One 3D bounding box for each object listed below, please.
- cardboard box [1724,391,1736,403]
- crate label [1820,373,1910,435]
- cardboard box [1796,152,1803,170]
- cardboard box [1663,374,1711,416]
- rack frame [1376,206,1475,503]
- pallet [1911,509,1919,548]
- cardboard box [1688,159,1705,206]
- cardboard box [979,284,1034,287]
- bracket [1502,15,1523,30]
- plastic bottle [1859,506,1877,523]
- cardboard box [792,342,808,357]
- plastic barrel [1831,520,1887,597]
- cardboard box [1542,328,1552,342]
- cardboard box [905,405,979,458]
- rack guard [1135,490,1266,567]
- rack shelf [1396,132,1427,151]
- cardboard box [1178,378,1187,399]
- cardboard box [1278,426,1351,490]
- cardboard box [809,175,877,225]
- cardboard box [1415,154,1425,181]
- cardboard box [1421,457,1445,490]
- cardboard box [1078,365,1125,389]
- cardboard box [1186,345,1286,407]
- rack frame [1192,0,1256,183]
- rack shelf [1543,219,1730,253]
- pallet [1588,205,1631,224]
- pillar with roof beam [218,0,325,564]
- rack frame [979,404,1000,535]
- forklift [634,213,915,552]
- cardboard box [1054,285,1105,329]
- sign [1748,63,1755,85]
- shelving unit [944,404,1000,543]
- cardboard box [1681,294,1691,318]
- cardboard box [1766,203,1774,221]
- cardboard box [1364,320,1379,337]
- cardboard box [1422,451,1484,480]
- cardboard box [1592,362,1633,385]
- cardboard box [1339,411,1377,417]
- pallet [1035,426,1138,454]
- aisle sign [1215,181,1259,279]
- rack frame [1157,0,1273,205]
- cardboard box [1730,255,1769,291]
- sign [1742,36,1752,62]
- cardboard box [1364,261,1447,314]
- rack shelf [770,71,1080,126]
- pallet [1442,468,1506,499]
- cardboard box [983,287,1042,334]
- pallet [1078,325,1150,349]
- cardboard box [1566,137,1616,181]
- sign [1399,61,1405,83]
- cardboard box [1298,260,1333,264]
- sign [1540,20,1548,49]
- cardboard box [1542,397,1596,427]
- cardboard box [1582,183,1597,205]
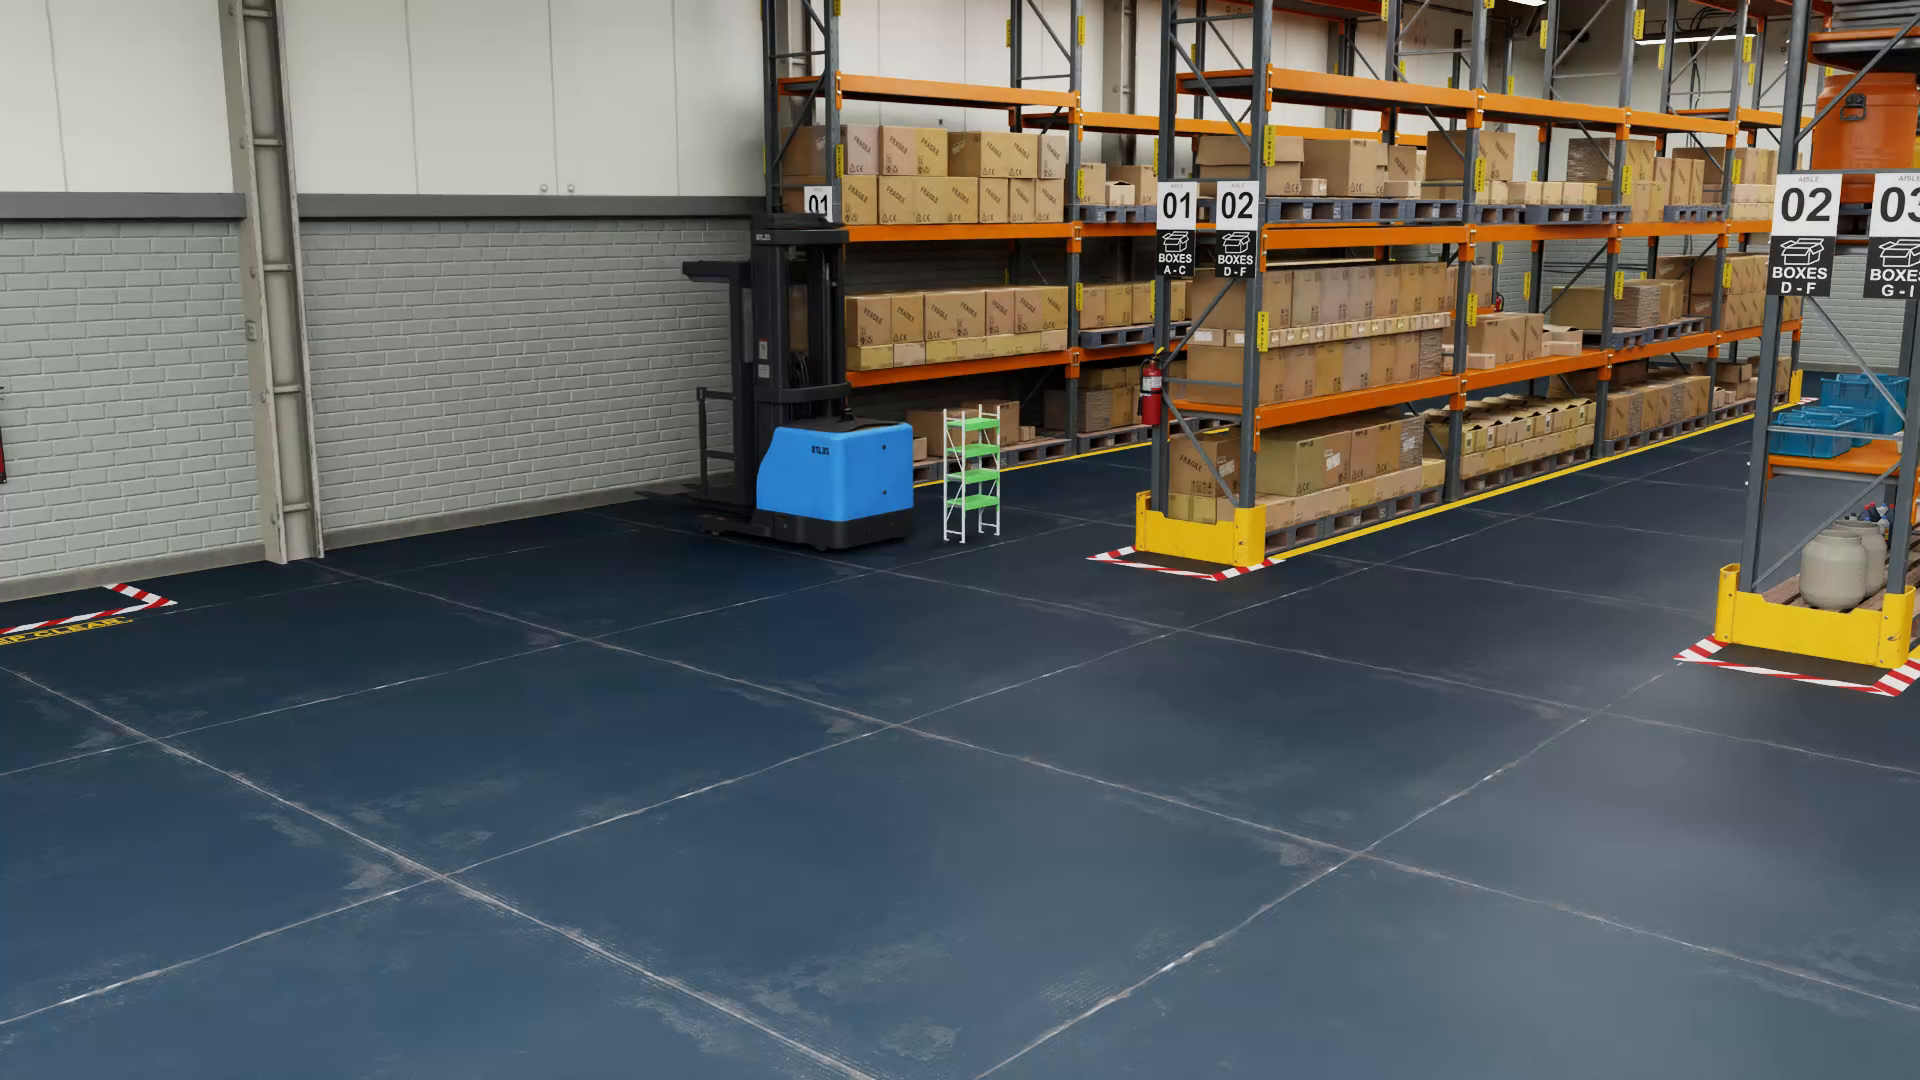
[{"bbox_3d":[11.026,-2.095,24.154,0.380,0.166,0.250,10,15,40],"label":"cardboard box"},{"bbox_3d":[6.832,-1.023,12.586,0.502,0.435,0.616,10,15,40],"label":"crate label"},{"bbox_3d":[12.337,-5.628,25.263,0.700,0.500,0.500,10,15,40],"label":"cardboard box"},{"bbox_3d":[9.913,-1.987,22.759,0.500,0.500,0.500,10,15,40],"label":"cardboard box"},{"bbox_3d":[4.743,-1.930,17.214,1.000,3.000,0.127,10,15,40],"label":"rack frame"},{"bbox_3d":[8.950,-0.042,14.881,1.003,0.211,1.213,10,15,40],"label":"pallet"},{"bbox_3d":[9.636,-4.817,22.429,0.600,0.600,0.600,8,14,35],"label":"cardboard box"},{"bbox_3d":[0.552,-2.831,20.146,0.500,0.500,0.500,9,15,39],"label":"cardboard box"},{"bbox_3d":[10.066,-9.444,30.330,0.235,0.232,0.430,10,15,40],"label":"bracket"},{"bbox_3d":[7.492,-0.112,13.756,0.144,0.351,0.185,9,14,38],"label":"plastic bottle"},{"bbox_3d":[-1.458,-2.011,17.954,0.500,0.250,0.500,10,15,41],"label":"cardboard box"},{"bbox_3d":[6.528,0.133,12.164,0.421,0.512,0.421,0,11,0],"label":"plastic barrel"},{"bbox_3d":[6.647,-2.368,19.636,0.500,0.311,0.500,10,15,40],"label":"cardboard box"},{"bbox_3d":[-0.199,-1.246,19.052,0.700,0.500,0.500,9,14,37],"label":"cardboard box"},{"bbox_3d":[2.086,-0.112,14.494,1.175,0.500,0.348,10,15,40],"label":"rack guard"},{"bbox_3d":[7.620,-6.434,27.306,1.077,0.370,4.000,10,15,40],"label":"rack shelf"},{"bbox_3d":[2.796,-1.975,22.698,0.700,0.500,0.500,10,15,40],"label":"cardboard box"},{"bbox_3d":[3.272,-0.766,15.419,0.500,0.500,0.500,10,15,40],"label":"cardboard box"},{"bbox_3d":[-1.213,-3.528,17.250,0.500,0.500,0.500,10,15,42],"label":"cardboard box"},{"bbox_3d":[6.981,-5.835,26.251,0.500,0.500,0.500,10,15,40],"label":"cardboard box"},{"bbox_3d":[4.601,-0.691,16.959,0.500,0.250,0.500,10,15,40],"label":"cardboard box"},{"bbox_3d":[1.781,-2.103,21.426,0.500,0.250,0.500,9,15,39],"label":"cardboard box"},{"bbox_3d":[2.420,-1.457,14.593,0.700,0.500,0.500,10,15,40],"label":"cardboard box"},{"bbox_3d":[3.659,-6.100,22.777,1.000,3.000,0.127,10,15,40],"label":"rack frame"},{"bbox_3d":[8.703,-3.931,21.410,1.077,0.370,4.000,10,15,40],"label":"rack shelf"},{"bbox_3d":[7.002,-3.785,19.327,1.213,0.211,1.003,11,16,43],"label":"pallet"},{"bbox_3d":[-2.536,-3.698,10.753,9.100,9.000,0.400,10,15,40],"label":"pillar with roof beam"},{"bbox_3d":[0.270,-0.649,15.395,0.240,1.200,0.015,10,15,40],"label":"rack frame"},{"bbox_3d":[-1.857,-1.551,15.492,3.031,2.935,1.130,9,15,39],"label":"forklift"},{"bbox_3d":[1.381,-2.905,20.718,0.700,0.500,0.500,10,15,41],"label":"cardboard box"},{"bbox_3d":[12.256,-7.204,25.718,0.100,0.325,0.005,10,15,40],"label":"sign"},{"bbox_3d":[0.109,-0.613,15.216,0.258,1.200,0.503,10,15,40],"label":"shelving unit"},{"bbox_3d":[10.161,-3.262,23.631,0.500,0.500,0.500,10,15,41],"label":"cardboard box"},{"bbox_3d":[11.522,-4.764,24.129,0.500,0.250,0.500,10,15,40],"label":"cardboard box"},{"bbox_3d":[3.712,-2.003,15.670,0.380,0.149,0.250,10,15,42],"label":"cardboard box"},{"bbox_3d":[5.195,-0.814,17.579,0.500,0.250,0.500,9,15,39],"label":"cardboard box"},{"bbox_3d":[8.530,-2.204,21.930,0.500,0.250,0.500,9,15,39],"label":"cardboard box"},{"bbox_3d":[3.877,-1.053,16.856,0.500,0.500,0.500,10,15,40],"label":"cardboard box"},{"bbox_3d":[1.532,-1.317,21.265,1.003,0.211,1.213,10,15,40],"label":"pallet"},{"bbox_3d":[2.289,-2.567,13.766,0.394,0.787,0.004,10,15,40],"label":"aisle sign"},{"bbox_3d":[2.102,-4.283,13.680,1.000,3.000,0.127,10,15,40],"label":"rack frame"},{"bbox_3d":[11.566,-3.907,24.304,0.500,0.500,0.500,10,15,42],"label":"cardboard box"},{"bbox_3d":[10.444,-6.513,22.057,0.100,0.325,0.005,10,15,40],"label":"sign"},{"bbox_3d":[4.454,-2.549,16.746,0.700,0.500,0.500,10,15,41],"label":"cardboard box"},{"bbox_3d":[-0.301,-4.863,18.428,1.077,0.370,4.000,10,15,40],"label":"rack shelf"},{"bbox_3d":[5.200,-0.676,18.055,1.003,0.211,1.213,10,15,40],"label":"pallet"},{"bbox_3d":[0.614,-2.690,19.437,0.500,0.500,0.500,10,15,40],"label":"cardboard box"},{"bbox_3d":[1.633,-2.569,20.905,1.003,0.211,1.213,10,15,40],"label":"pallet"},{"bbox_3d":[7.676,-4.592,20.076,0.500,0.500,0.500,10,15,40],"label":"cardboard box"},{"bbox_3d":[6.715,-7.117,25.281,0.100,0.325,0.005,10,15,40],"label":"sign"},{"bbox_3d":[5.166,-3.993,24.565,0.500,0.250,0.500,9,15,39],"label":"cardboard box"},{"bbox_3d":[6.969,-6.026,19.817,0.100,0.325,0.005,10,15,40],"label":"sign"},{"bbox_3d":[7.222,-1.542,19.788,0.500,0.311,0.500,10,15,42],"label":"cardboard box"},{"bbox_3d":[7.126,-4.047,19.469,0.500,0.250,0.500,8,14,36],"label":"cardboard box"}]
